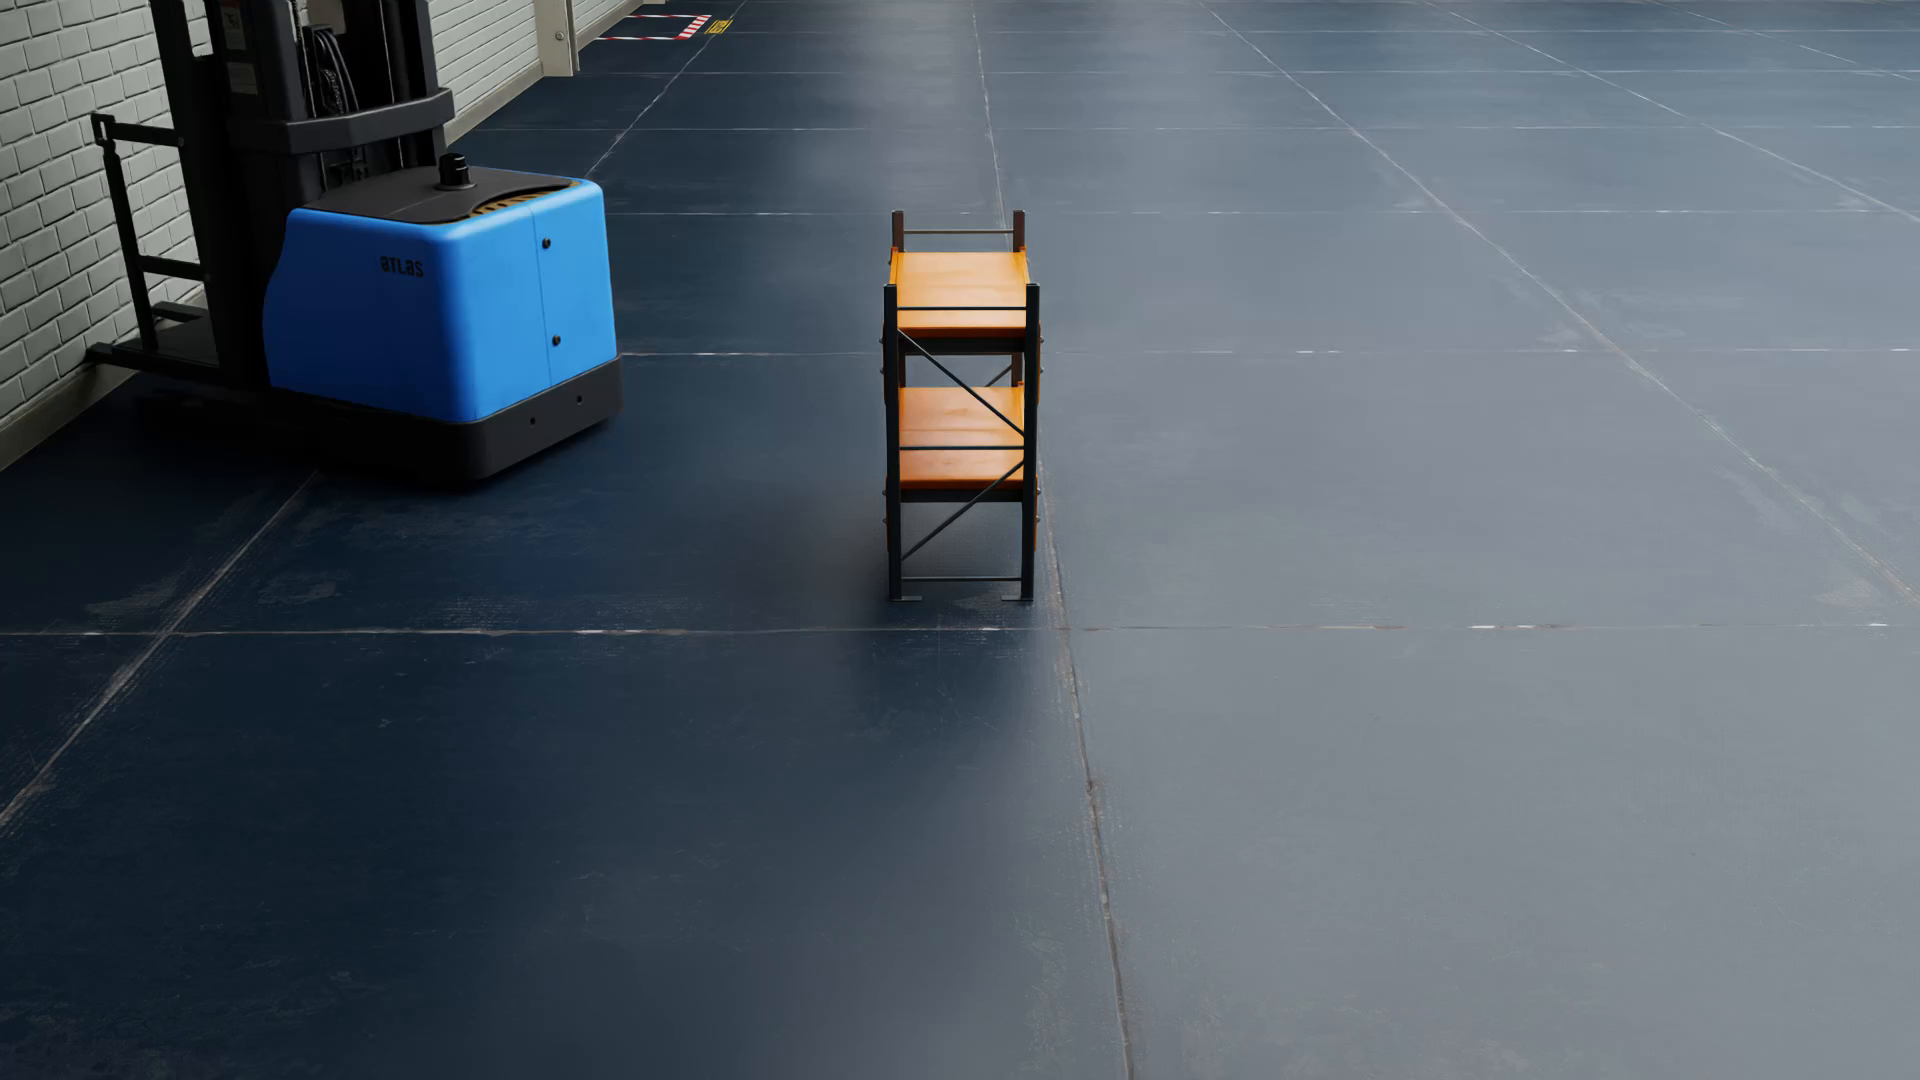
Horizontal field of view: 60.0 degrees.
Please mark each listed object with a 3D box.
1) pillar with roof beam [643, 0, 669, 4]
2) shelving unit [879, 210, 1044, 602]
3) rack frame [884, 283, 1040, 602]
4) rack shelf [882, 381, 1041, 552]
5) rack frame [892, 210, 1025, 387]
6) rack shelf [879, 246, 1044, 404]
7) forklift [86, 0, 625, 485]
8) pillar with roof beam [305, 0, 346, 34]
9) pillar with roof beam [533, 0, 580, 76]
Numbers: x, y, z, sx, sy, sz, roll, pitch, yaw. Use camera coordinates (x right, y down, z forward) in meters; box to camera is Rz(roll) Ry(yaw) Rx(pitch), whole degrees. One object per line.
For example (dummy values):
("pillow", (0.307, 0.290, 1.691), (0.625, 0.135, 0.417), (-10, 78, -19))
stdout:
("pillar with roof beam", (0.276, -11.219, 20.137), (9.100, 9.000, 0.400), (0, 24, -1))
("shelving unit", (0.000, -0.515, 6.024), (0.538, 1.125, 1.048), (0, 24, -1))
("rack frame", (0.005, -0.306, 5.561), (0.500, 1.125, 0.032), (0, 24, -1))
("rack shelf", (0.000, -0.293, 6.125), (0.538, 0.278, 1.000), (0, 24, -1))
("rack frame", (-0.006, -0.725, 6.488), (0.500, 1.125, 0.032), (0, 24, -1))
("rack shelf", (0.000, -0.782, 5.904), (0.538, 0.278, 1.000), (0, 24, -1))
("forklift", (-3.038, -1.962, 7.031), (3.031, 2.935, 1.130), (12, 27, 24))
("pillar with roof beam", (0.407, -6.275, 9.204), (9.100, 9.000, 0.400), (0, 24, -1))
("pillar with roof beam", (0.341, -8.747, 14.670), (9.100, 9.000, 0.400), (0, 24, -1))
